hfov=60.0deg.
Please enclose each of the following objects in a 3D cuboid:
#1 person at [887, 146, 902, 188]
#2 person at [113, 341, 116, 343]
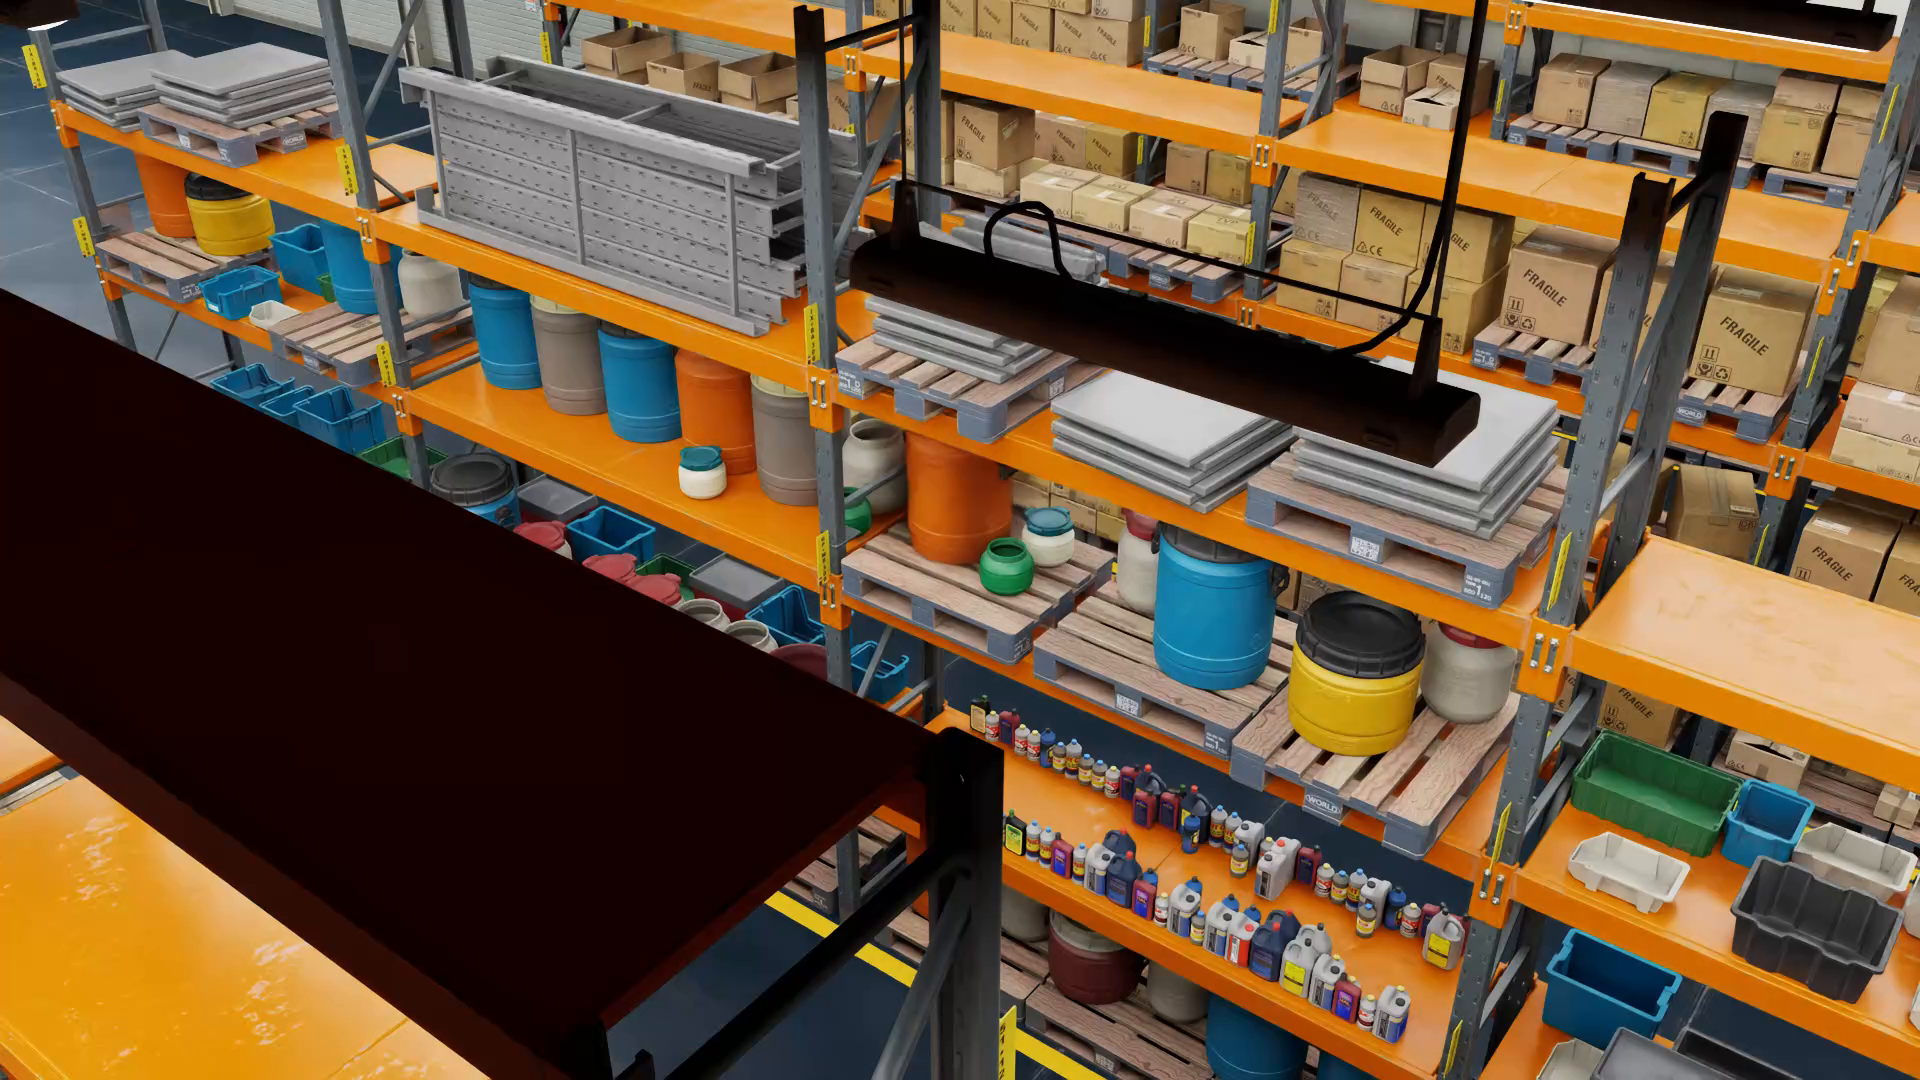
[{"bbox_3d":[-0.810,-3.875,19.956,0.739,1.814,0.607,17,35,26],"label":"person"},{"bbox_3d":[-7.756,-1.144,15.583,0.508,1.586,0.921,20,37,30],"label":"person"}]
